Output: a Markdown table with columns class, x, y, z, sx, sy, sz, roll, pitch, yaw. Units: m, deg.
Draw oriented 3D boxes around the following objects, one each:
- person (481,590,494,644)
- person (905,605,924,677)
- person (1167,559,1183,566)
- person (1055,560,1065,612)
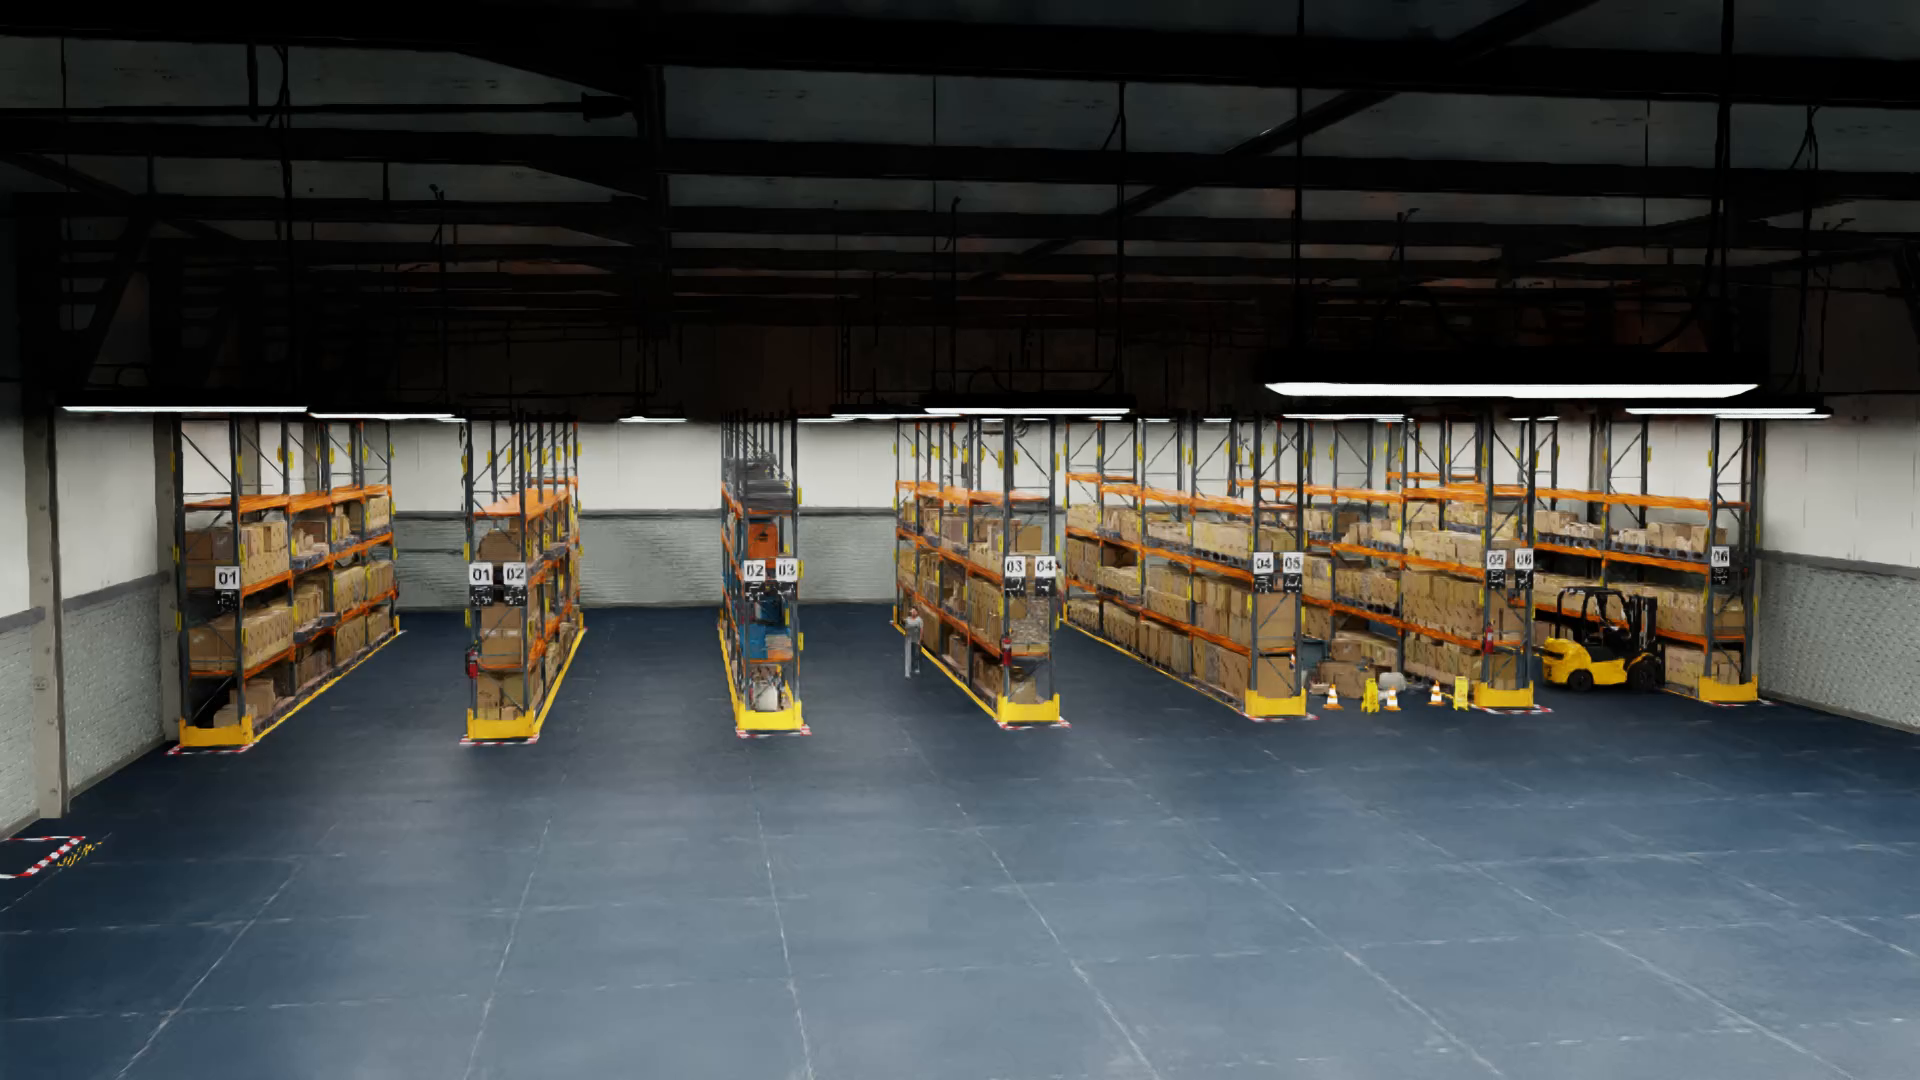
| class | x | y | z | sx | sy | sz | roll | pitch | yaw |
| --- | --- | --- | --- | --- | --- | --- | --- | --- | --- |
| person | -12.088 | 1.849 | 42.539 | 0.493 | 1.785 | 0.616 | 1 | 4 | 20 |
| person | -1.039 | 2.275 | 37.723 | 0.445 | 1.603 | 1.019 | 0 | 4 | 0 |
| person | 6.913 | 1.171 | 53.164 | 0.578 | 1.702 | 0.552 | 2 | 4 | 27 |
| person | 2.952 | 1.425 | 49.825 | 0.506 | 1.668 | 0.571 | 4 | 6 | 44 |
